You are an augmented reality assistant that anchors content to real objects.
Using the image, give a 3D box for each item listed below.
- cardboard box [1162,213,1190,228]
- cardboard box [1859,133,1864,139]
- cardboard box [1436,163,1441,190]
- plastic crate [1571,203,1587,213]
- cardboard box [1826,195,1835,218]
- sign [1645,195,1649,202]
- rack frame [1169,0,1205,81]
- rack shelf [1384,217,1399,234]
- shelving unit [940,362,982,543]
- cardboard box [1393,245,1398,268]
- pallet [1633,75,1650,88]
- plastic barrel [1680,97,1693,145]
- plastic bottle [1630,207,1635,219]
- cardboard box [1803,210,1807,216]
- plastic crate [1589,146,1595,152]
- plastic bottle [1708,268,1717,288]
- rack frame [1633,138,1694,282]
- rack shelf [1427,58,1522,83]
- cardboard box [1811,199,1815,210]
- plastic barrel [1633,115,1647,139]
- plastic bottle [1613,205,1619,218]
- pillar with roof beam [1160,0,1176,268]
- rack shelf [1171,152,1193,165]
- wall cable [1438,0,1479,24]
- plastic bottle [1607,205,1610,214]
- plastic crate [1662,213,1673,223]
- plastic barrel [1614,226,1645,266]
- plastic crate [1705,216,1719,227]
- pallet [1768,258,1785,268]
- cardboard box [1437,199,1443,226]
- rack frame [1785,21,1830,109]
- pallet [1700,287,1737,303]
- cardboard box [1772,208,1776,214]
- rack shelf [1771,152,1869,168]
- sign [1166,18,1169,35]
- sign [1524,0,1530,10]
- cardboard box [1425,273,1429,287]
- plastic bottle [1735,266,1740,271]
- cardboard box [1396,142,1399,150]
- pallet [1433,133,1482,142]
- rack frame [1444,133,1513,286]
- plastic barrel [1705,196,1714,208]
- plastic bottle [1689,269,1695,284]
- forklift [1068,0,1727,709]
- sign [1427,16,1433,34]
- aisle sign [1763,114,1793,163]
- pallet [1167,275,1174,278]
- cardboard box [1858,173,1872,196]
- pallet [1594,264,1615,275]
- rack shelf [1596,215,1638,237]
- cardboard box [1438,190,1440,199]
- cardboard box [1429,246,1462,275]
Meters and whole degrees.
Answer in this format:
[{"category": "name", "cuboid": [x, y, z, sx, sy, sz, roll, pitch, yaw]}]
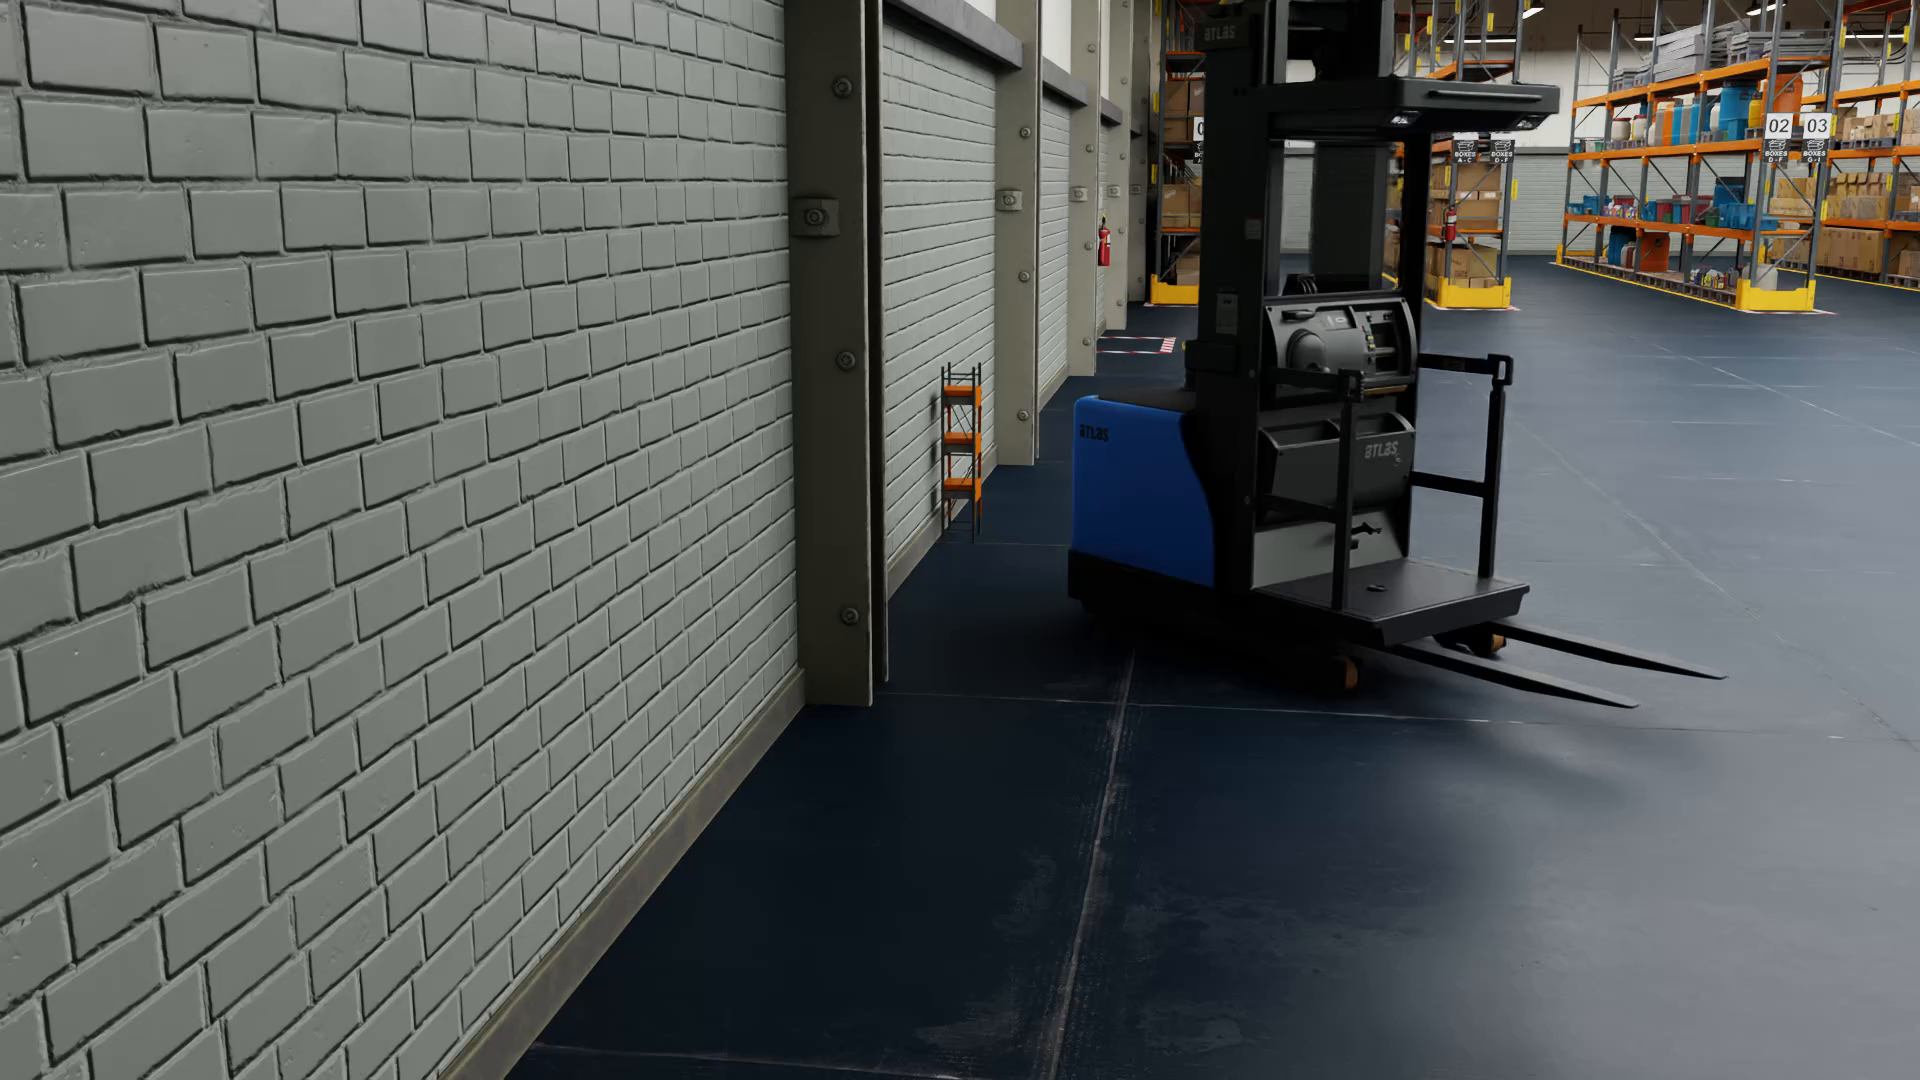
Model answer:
[{"category": "cardboard box", "cuboid": [3.827, -5.692, 29.592, 0.500, 0.250, 0.500, 2, 12, 9]}, {"category": "cardboard box", "cuboid": [20.098, -8.912, 36.705, 0.380, 0.149, 0.250, 1, 12, 6]}, {"category": "cardboard box", "cuboid": [9.318, -6.810, 31.155, 0.700, 0.500, 0.500, 2, 12, 9]}, {"category": "plastic crate", "cuboid": [15.732, -8.431, 42.249, 0.416, 0.233, 0.300, 2, 12, 9]}, {"category": "cardboard box", "cuboid": [20.157, -7.629, 38.037, 0.500, 0.500, 0.500, 2, 12, 9]}, {"category": "sign", "cuboid": [16.124, -7.946, 39.086, 0.100, 0.325, 0.005, 2, 12, 9]}, {"category": "rack frame", "cuboid": [4.561, -9.417, 32.329, 1.000, 3.000, 0.127, 2, 12, 9]}, {"category": "rack shelf", "cuboid": [10.380, -7.222, 38.092, 1.077, 0.370, 4.000, 2, 12, 9]}, {"category": "shelving unit", "cuboid": [0.008, -0.524, 9.934, 0.215, 1.050, 0.252, 2, 12, 9]}, {"category": "cardboard box", "cuboid": [9.984, -6.353, 37.240, 0.500, 0.500, 0.500, 2, 12, 11]}, {"category": "pallet", "cuboid": [15.107, -9.790, 35.458, 1.213, 0.211, 1.003, 2, 12, 9]}, {"category": "plastic barrel", "cuboid": [14.315, -8.124, 32.259, 0.600, 0.901, 0.600, 0, 12, 0]}, {"category": "plastic bottle", "cuboid": [14.708, -7.143, 36.324, 0.097, 0.271, 0.097, 0, 12, 0]}, {"category": "cardboard box", "cuboid": [20.317, -7.780, 39.570, 0.380, 0.149, 0.250, 2, 12, 10]}, {"category": "plastic crate", "cuboid": [15.401, -9.443, 40.197, 0.293, 0.136, 0.466, 2, 12, 9]}, {"category": "plastic bottle", "cuboid": [13.693, -4.762, 30.215, 0.144, 0.351, 0.185, 2, 12, 11]}, {"category": "rack frame", "cuboid": [14.966, -6.996, 35.336, 1.000, 3.000, 0.127, 2, 12, 9]}, {"category": "rack shelf", "cuboid": [9.149, -8.294, 29.774, 1.077, 0.370, 4.000, 2, 12, 9]}, {"category": "cardboard box", "cuboid": [20.284, -7.841, 38.905, 0.500, 0.250, 0.500, 2, 12, 8]}, {"category": "plastic barrel", "cuboid": [15.090, -9.108, 36.696, 0.433, 0.535, 0.433, 0, 12, 0]}, {"category": "plastic bottle", "cuboid": [14.991, -7.491, 37.928, 0.152, 0.276, 0.135, 2, 12, 9]}, {"category": "pillar with roof beam", "cuboid": [9.299, -11.117, 40.216, 9.100, 9.000, 0.548, 2, 12, 9]}, {"category": "rack shelf", "cuboid": [4.869, -8.015, 34.653, 1.077, 0.370, 4.000, 2, 12, 9]}, {"category": "wall cable", "cuboid": [13.361, -16.067, 47.774, 3.097, 2.526, 0.112, 2, 12, 9]}, {"category": "plastic bottle", "cuboid": [15.068, -7.631, 38.586, 0.097, 0.271, 0.097, 0, 12, 0]}, {"category": "plastic crate", "cuboid": [14.340, -6.431, 33.219, 0.450, 0.188, 0.662, 2, 12, 9]}, {"category": "plastic barrel", "cuboid": [15.372, -6.748, 38.169, 0.600, 0.901, 0.708, 2, 12, 9]}, {"category": "plastic crate", "cuboid": [13.863, -5.786, 30.225, 0.450, 0.188, 0.662, 2, 12, 9]}, {"category": "pallet", "cuboid": [21.045, -6.969, 41.828, 1.003, 0.211, 1.213, 2, 12, 9]}, {"category": "cardboard box", "cuboid": [9.239, -6.067, 30.786, 0.700, 0.500, 0.500, 2, 12, 9]}, {"category": "rack frame", "cuboid": [21.090, -11.433, 41.686, 1.000, 3.000, 0.127, 2, 12, 9]}, {"category": "pallet", "cuboid": [14.021, -4.407, 29.941, 1.003, 0.211, 1.213, 2, 12, 9]}, {"category": "cardboard box", "cuboid": [20.672, -8.261, 41.803, 0.380, 0.149, 0.250, 2, 12, 8]}, {"category": "rack shelf", "cuboid": [20.783, -9.199, 40.146, 1.077, 0.370, 4.000, 2, 12, 9]}, {"category": "sign", "cuboid": [4.012, -9.968, 32.292, 0.100, 0.325, 0.005, 2, 12, 9]}, {"category": "sign", "cuboid": [9.389, -8.939, 27.520, 0.100, 0.325, 0.005, 2, 12, 9]}, {"category": "cardboard box", "cuboid": [8.851, -4.787, 30.615, 0.500, 0.250, 0.500, 2, 12, 9]}, {"category": "plastic bottle", "cuboid": [14.536, -4.940, 31.039, 0.144, 0.351, 0.185, 2, 12, 7]}, {"category": "cardboard box", "cuboid": [10.264, -8.979, 37.179, 0.910, 0.500, 0.500, 2, 12, 9]}, {"category": "pallet", "cuboid": [9.351, -7.569, 31.086, 1.003, 0.211, 1.213, 2, 12, 9]}, {"category": "rack frame", "cuboid": [8.842, -5.492, 28.356, 1.000, 3.000, 0.127, 2, 12, 9]}, {"category": "plastic barrel", "cuboid": [14.714, -6.422, 32.349, 0.433, 0.535, 0.433, 0, 12, 0]}, {"category": "plastic bottle", "cuboid": [13.868, -4.992, 31.471, 0.097, 0.271, 0.097, 0, 12, 0]}, {"category": "forklift", "cuboid": [1.823, -0.900, 7.211, 1.130, 2.935, 3.031, -9, 15, -36]}, {"category": "sign", "cuboid": [8.919, -9.768, 31.551, 0.100, 0.325, 0.005, 2, 12, 9]}, {"category": "aisle sign", "cuboid": [13.431, -6.596, 27.309, 0.394, 0.787, 0.004, 2, 12, 9]}, {"category": "pallet", "cuboid": [4.680, -5.283, 34.007, 1.003, 0.211, 1.213, 2, 12, 9]}, {"category": "cardboard box", "cuboid": [20.188, -7.802, 36.456, 0.797, 0.503, 0.637, 2, 12, 10]}, {"category": "pallet", "cuboid": [15.421, -6.306, 38.754, 1.003, 0.211, 1.213, 2, 12, 9]}, {"category": "rack shelf", "cuboid": [15.273, -7.061, 37.343, 1.077, 0.370, 4.000, 2, 12, 9]}, {"category": "cardboard box", "cuboid": [9.030, -6.372, 30.665, 0.380, 0.149, 0.250, 2, 12, 7]}, {"category": "cardboard box", "cuboid": [8.769, -5.050, 30.054, 0.500, 0.500, 0.500, 2, 12, 9]}]
